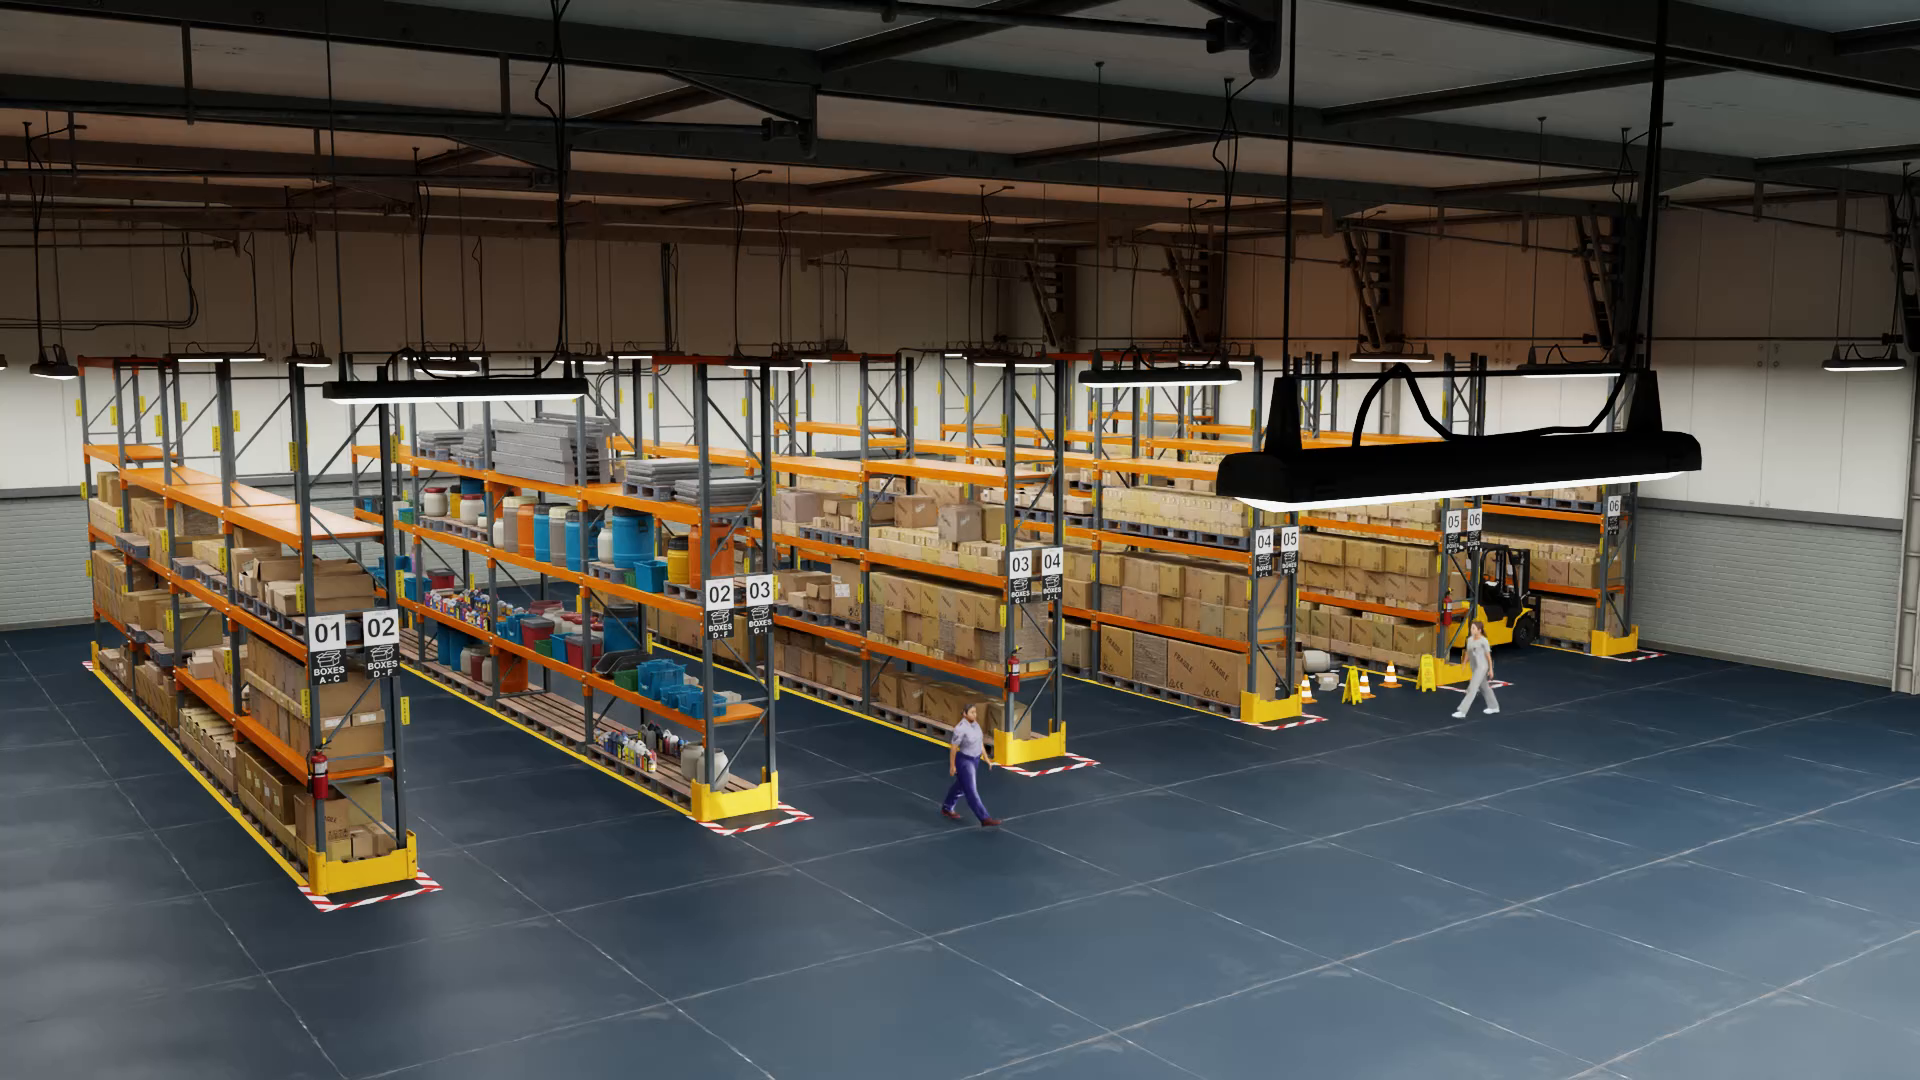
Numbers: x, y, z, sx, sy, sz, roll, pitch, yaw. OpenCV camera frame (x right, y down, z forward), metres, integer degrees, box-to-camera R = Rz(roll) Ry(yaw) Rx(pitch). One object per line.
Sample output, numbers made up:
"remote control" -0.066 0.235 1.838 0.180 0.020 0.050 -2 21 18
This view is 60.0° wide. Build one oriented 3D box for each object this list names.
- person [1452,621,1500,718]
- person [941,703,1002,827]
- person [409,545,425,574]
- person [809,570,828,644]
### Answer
"person" 8.618 2.149 27.816 1.024 1.582 0.472 -2 7 -19
"person" 0.160 2.905 21.617 1.040 1.588 0.535 4 8 27
"person" -12.558 0.863 38.466 0.427 1.589 0.460 2 7 14
"person" -3.071 1.382 34.339 0.889 1.552 0.437 7 10 43
